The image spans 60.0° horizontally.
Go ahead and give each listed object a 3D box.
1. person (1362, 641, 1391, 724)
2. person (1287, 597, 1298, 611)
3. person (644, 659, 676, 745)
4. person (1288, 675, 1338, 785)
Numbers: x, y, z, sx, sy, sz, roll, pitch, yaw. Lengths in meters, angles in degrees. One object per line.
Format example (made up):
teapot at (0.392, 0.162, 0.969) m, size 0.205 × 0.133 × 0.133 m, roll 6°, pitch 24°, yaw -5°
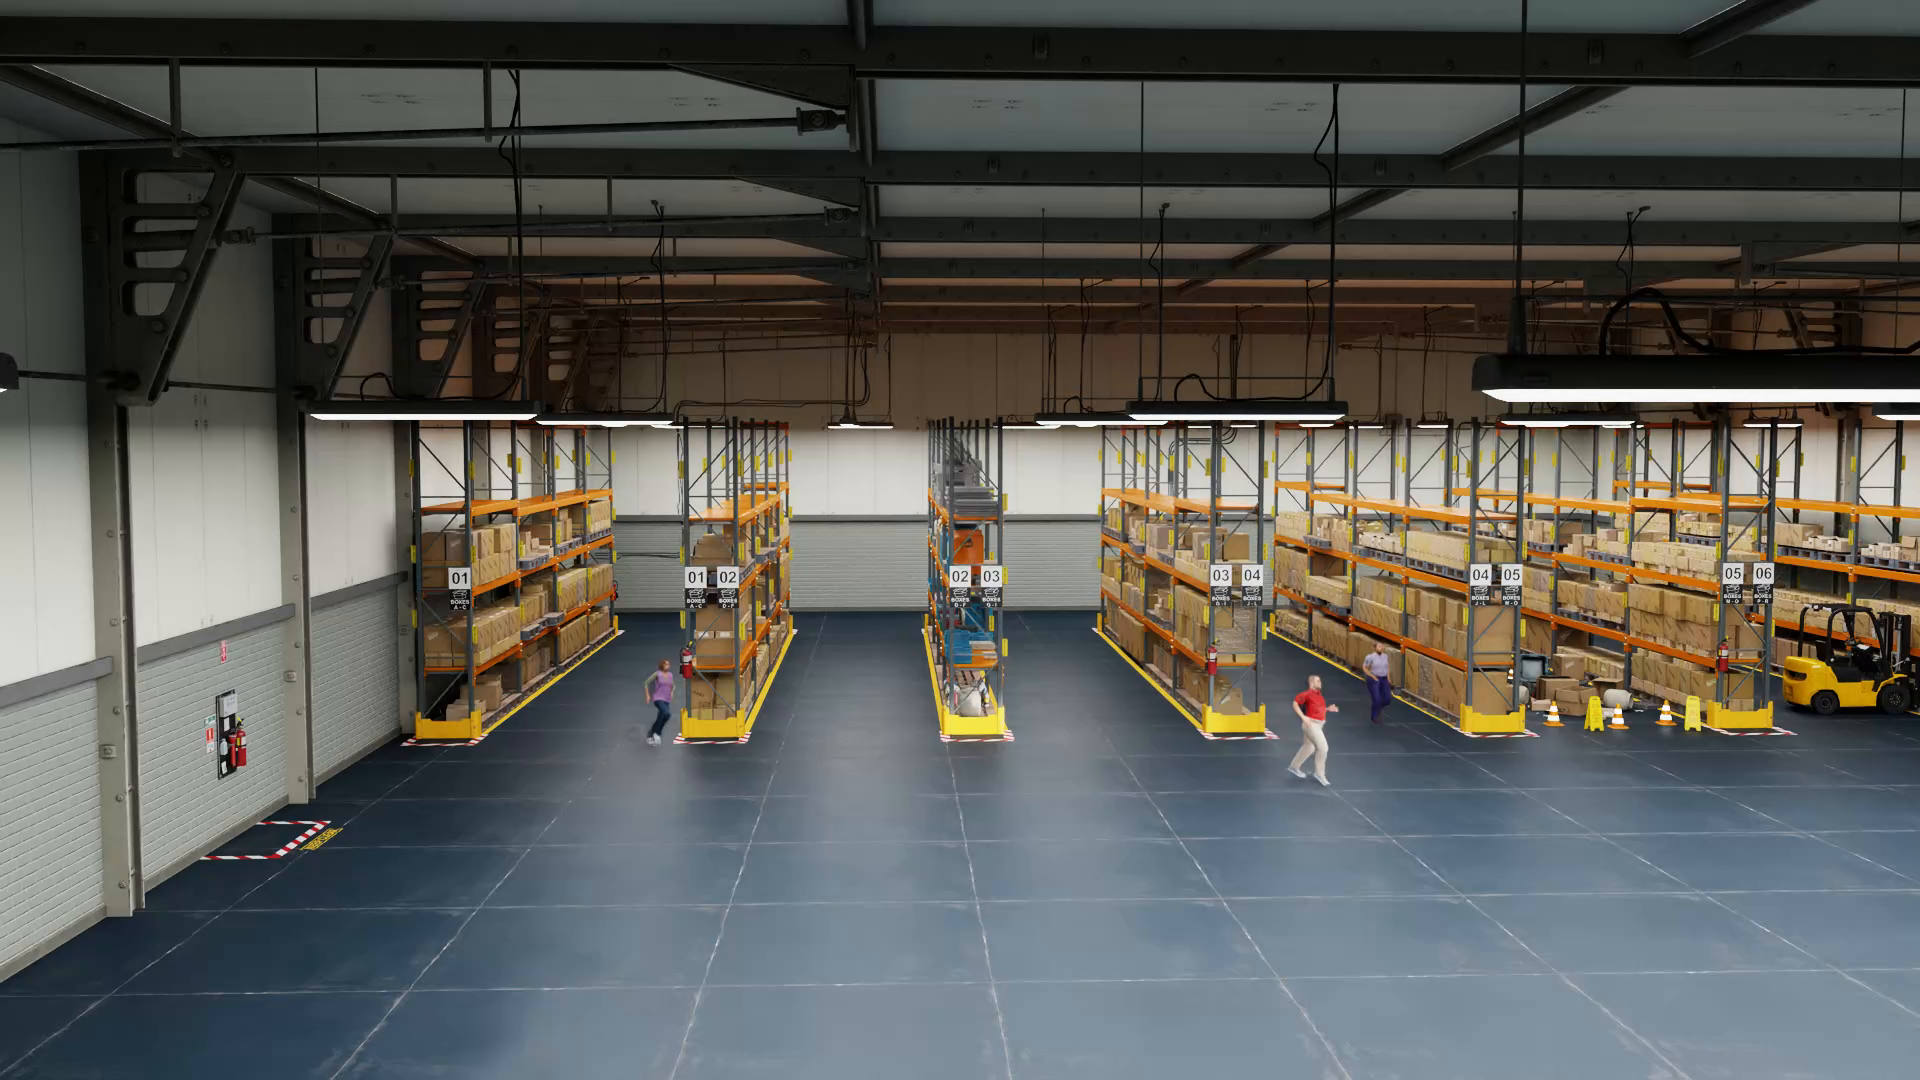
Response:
person at (8.199, 2.791, 32.669) m, size 0.623 × 1.615 × 0.547 m, roll -1°, pitch 4°, yaw -15°
person at (9.892, 1.678, 49.103) m, size 0.550 × 1.679 × 0.757 m, roll 3°, pitch 5°, yaw 34°
person at (-5.423, 2.951, 30.361) m, size 0.608 × 1.536 × 0.532 m, roll 3°, pitch 5°, yaw 43°
person at (5.758, 3.101, 27.178) m, size 0.813 × 1.802 × 0.642 m, roll 2°, pitch 4°, yaw 26°
